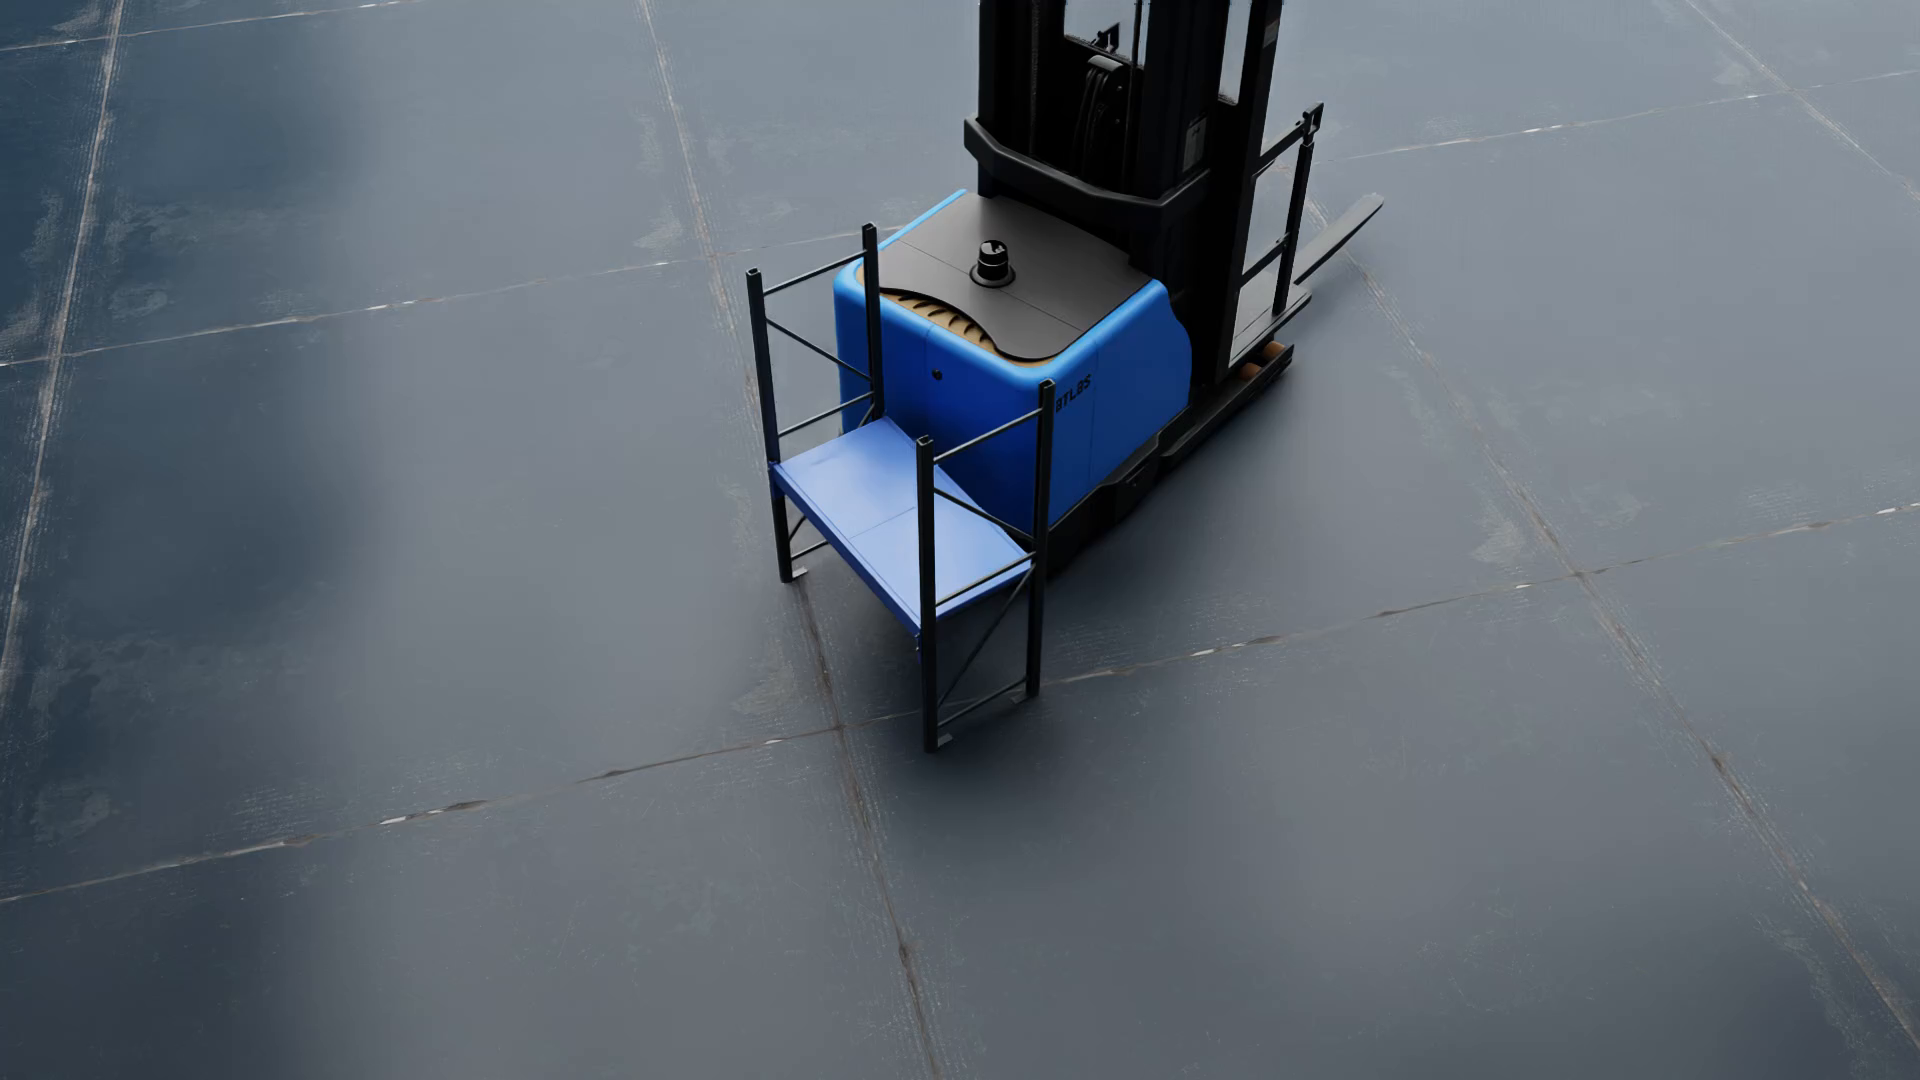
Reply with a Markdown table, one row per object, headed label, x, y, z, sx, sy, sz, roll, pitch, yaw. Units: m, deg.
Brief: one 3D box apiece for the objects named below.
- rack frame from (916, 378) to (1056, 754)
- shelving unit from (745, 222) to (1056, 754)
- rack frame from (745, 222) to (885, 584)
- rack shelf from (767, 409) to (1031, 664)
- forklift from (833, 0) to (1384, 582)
| label | x | y | z | sx | sy | sz | roll | pitch | yaw |
| --- | --- | --- | --- | --- | --- | --- | --- | --- | --- |
| rack frame | 0.082 | 0.135 | 5.568 | 0.500 | 1.500 | 0.032 | -26 | 51 | -24 |
| shelving unit | -0.209 | -0.163 | 5.860 | 0.538 | 1.500 | 1.048 | -26 | 51 | -24 |
| rack frame | -0.500 | -0.461 | 6.152 | 0.500 | 1.500 | 0.032 | -26 | 51 | -24 |
| rack shelf | -0.209 | -0.037 | 5.988 | 0.538 | 0.185 | 1.000 | -26 | 51 | -24 |
| forklift | 0.835 | -1.850 | 6.510 | 1.130 | 2.935 | 3.031 | 31 | 53 | 27 |
